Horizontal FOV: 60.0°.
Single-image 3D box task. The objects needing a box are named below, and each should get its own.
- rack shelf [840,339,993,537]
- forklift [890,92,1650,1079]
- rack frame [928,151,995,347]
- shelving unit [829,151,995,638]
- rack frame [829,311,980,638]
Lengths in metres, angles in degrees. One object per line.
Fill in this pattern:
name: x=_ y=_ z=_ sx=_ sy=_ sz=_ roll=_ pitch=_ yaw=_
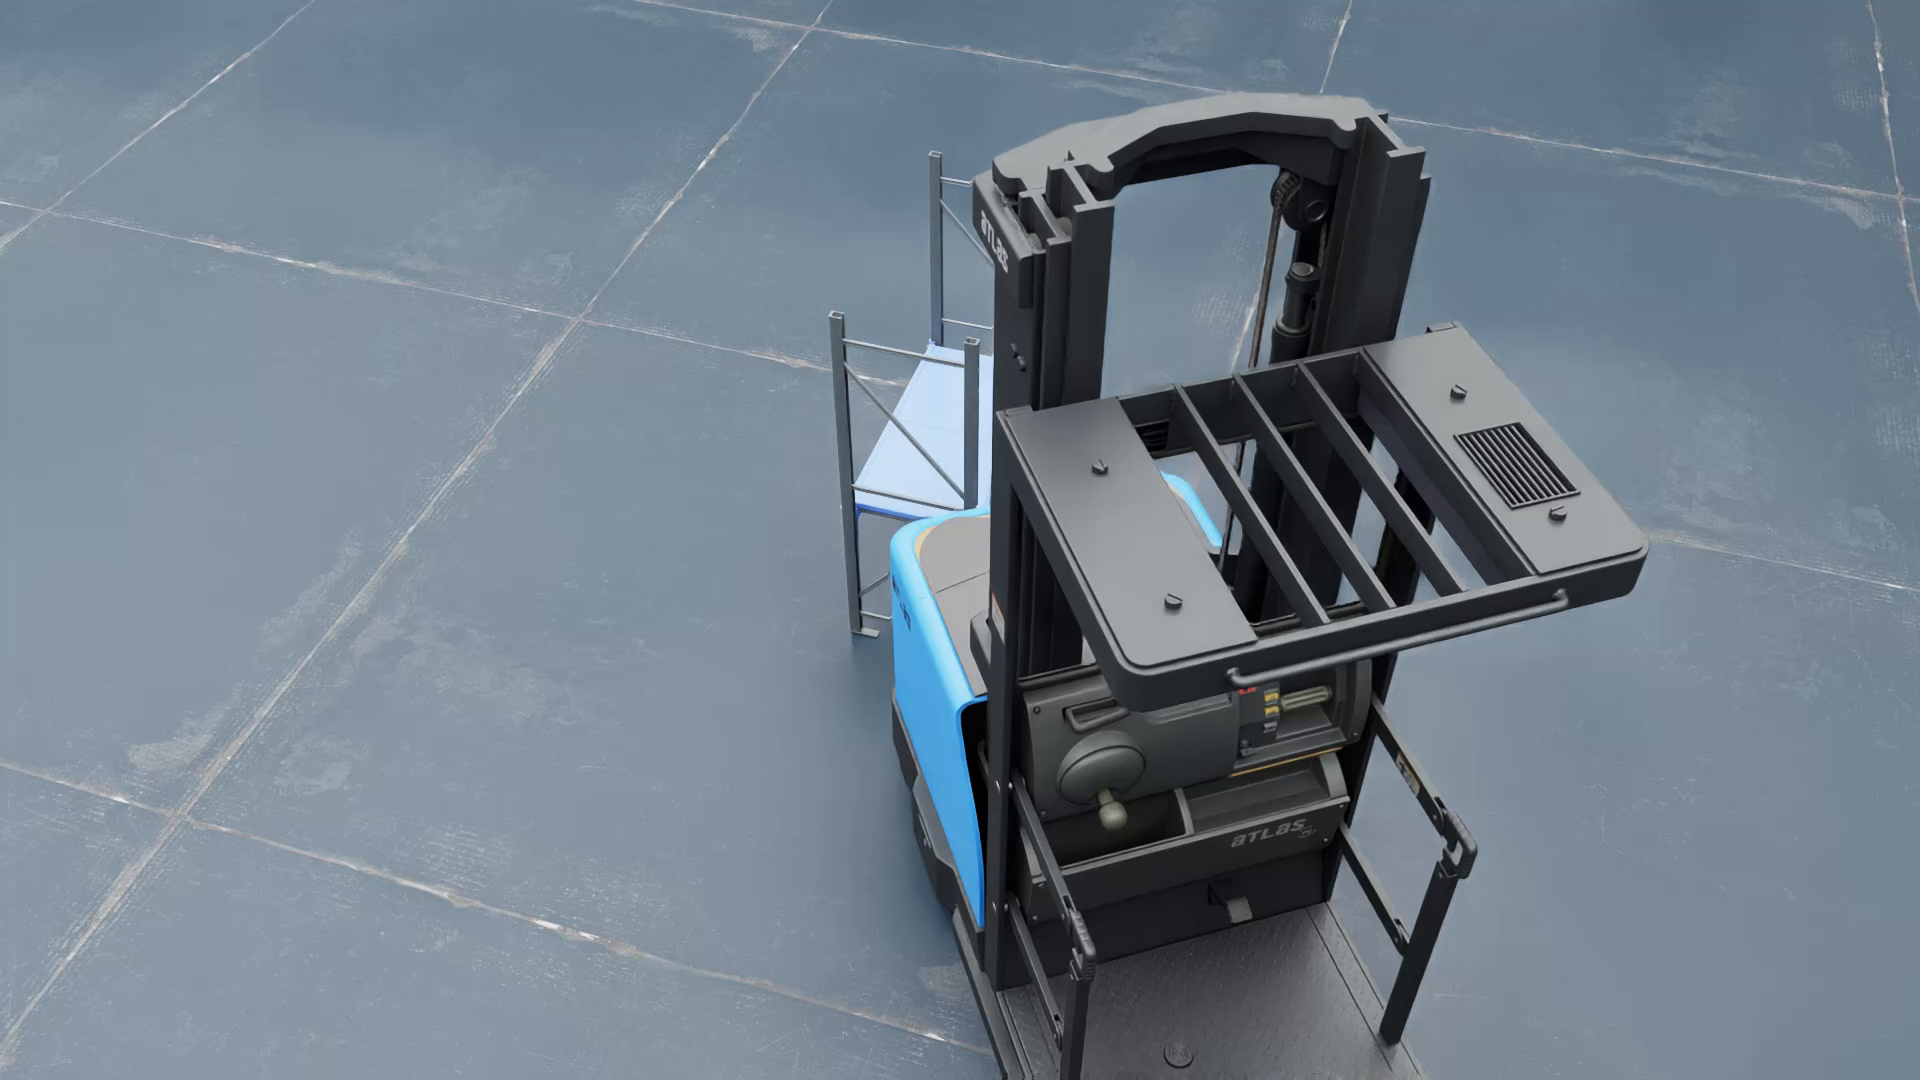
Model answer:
rack shelf: x=-0.026 y=-0.351 z=6.293 sx=0.538 sy=0.185 sz=1.000 roll=13 pitch=46 yaw=12
forklift: x=0.681 y=0.560 z=4.082 sx=1.130 sy=2.935 sz=3.031 roll=-12 pitch=46 yaw=-12
rack frame: x=0.128 y=-0.818 z=6.514 sx=0.500 sy=1.500 sz=0.032 roll=13 pitch=46 yaw=12
shelving unit: x=-0.026 y=-0.479 z=6.167 sx=0.538 sy=1.500 sz=1.048 roll=13 pitch=46 yaw=12
rack frame: x=-0.180 y=-0.140 z=5.821 sx=0.500 sy=1.500 sz=0.032 roll=13 pitch=46 yaw=12
